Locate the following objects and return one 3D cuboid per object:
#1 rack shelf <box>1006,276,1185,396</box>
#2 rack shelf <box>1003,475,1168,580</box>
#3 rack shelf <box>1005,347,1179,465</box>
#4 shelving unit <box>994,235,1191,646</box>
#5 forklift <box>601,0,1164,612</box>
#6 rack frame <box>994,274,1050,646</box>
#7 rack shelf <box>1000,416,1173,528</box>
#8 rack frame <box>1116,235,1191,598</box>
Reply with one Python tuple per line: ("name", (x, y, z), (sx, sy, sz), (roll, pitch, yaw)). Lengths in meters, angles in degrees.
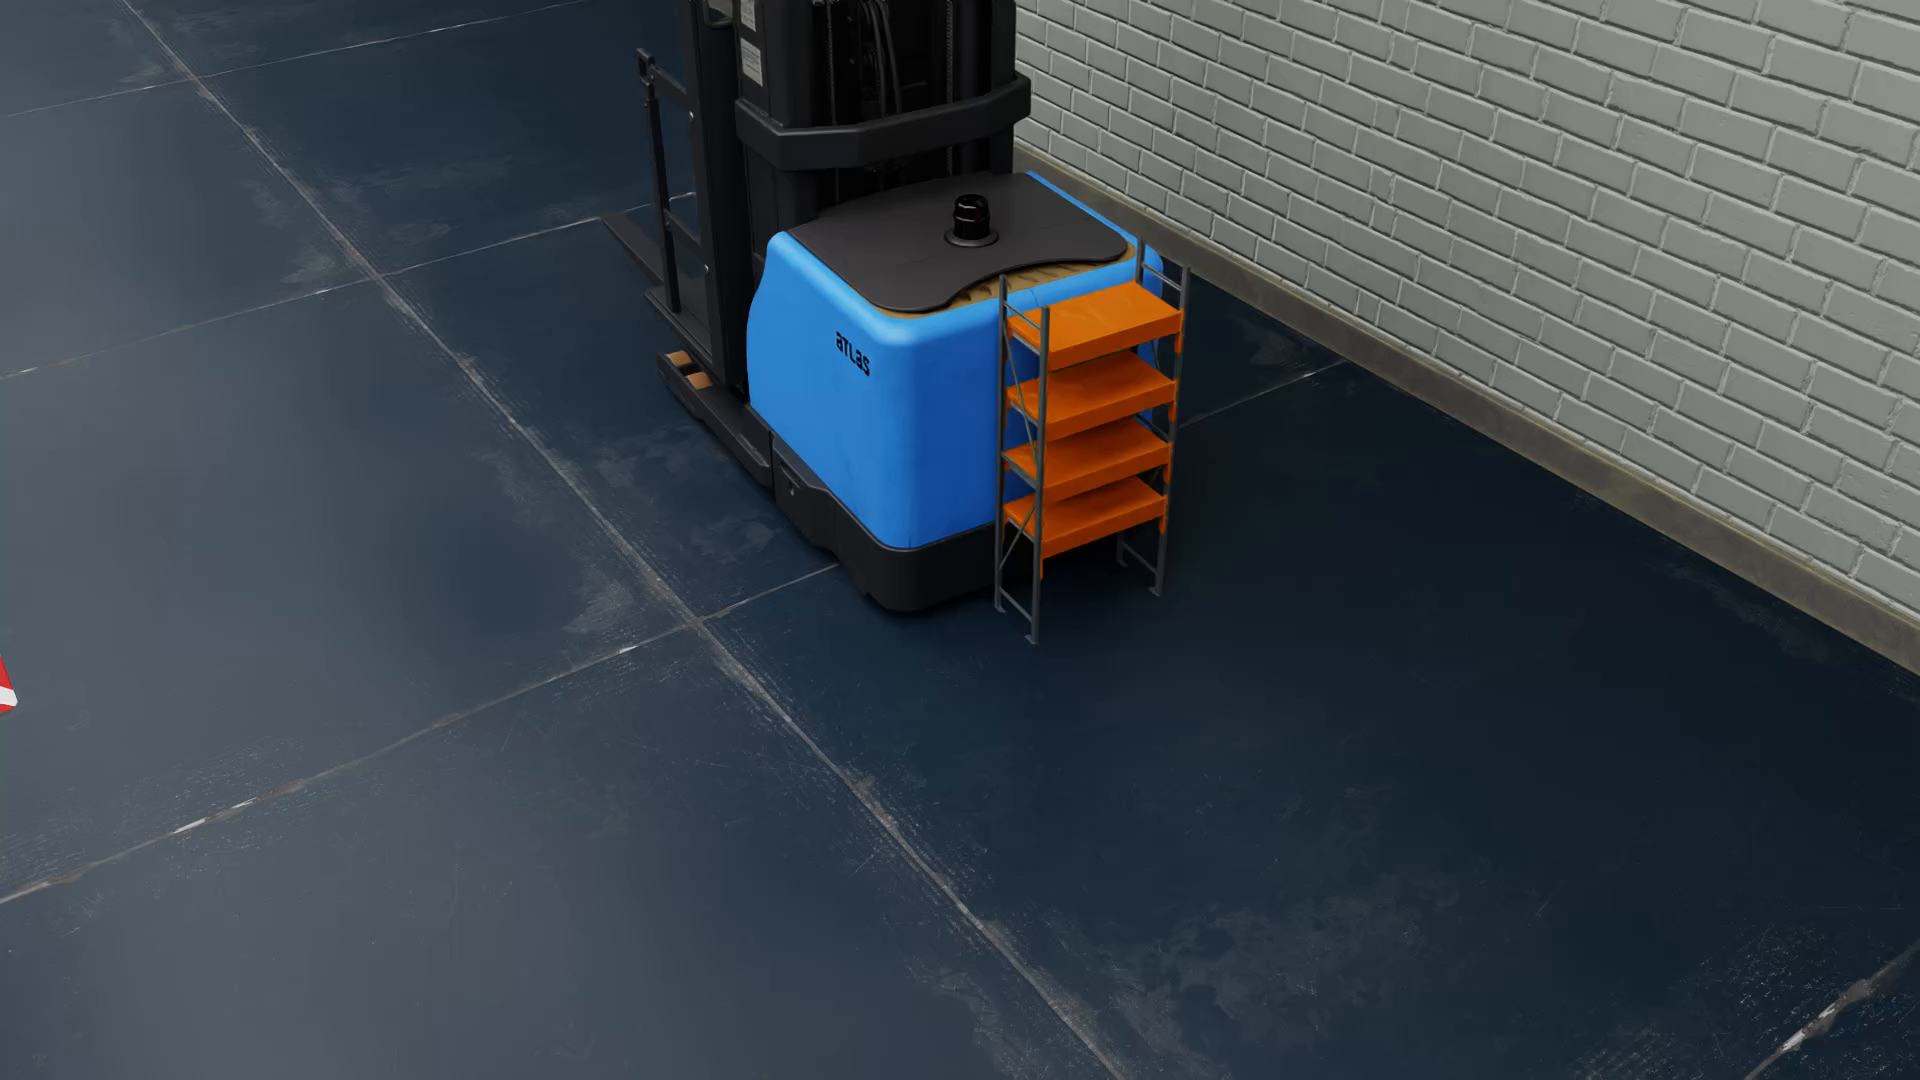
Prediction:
("rack shelf", (0.389, -0.604, 4.890), (0.480, 0.148, 0.258), (-19, 40, -25))
("rack shelf", (0.389, -0.069, 5.274), (0.480, 0.148, 0.258), (-19, 40, -25))
("rack shelf", (0.389, -0.412, 5.028), (0.480, 0.148, 0.258), (-19, 40, -25))
("shelving unit", (0.389, -0.285, 5.119), (0.503, 1.200, 0.258), (-19, 40, -25))
("forklift", (-0.533, -1.795, 5.735), (1.130, 2.935, 3.031), (-19, 40, -24))
("rack frame", (0.180, -0.211, 5.016), (0.015, 1.200, 0.240), (-19, 40, -25))
("rack shelf", (0.389, -0.231, 5.158), (0.480, 0.148, 0.258), (-19, 40, -25))
("rack frame", (0.598, -0.359, 5.222), (0.015, 1.200, 0.240), (-19, 40, -25))
